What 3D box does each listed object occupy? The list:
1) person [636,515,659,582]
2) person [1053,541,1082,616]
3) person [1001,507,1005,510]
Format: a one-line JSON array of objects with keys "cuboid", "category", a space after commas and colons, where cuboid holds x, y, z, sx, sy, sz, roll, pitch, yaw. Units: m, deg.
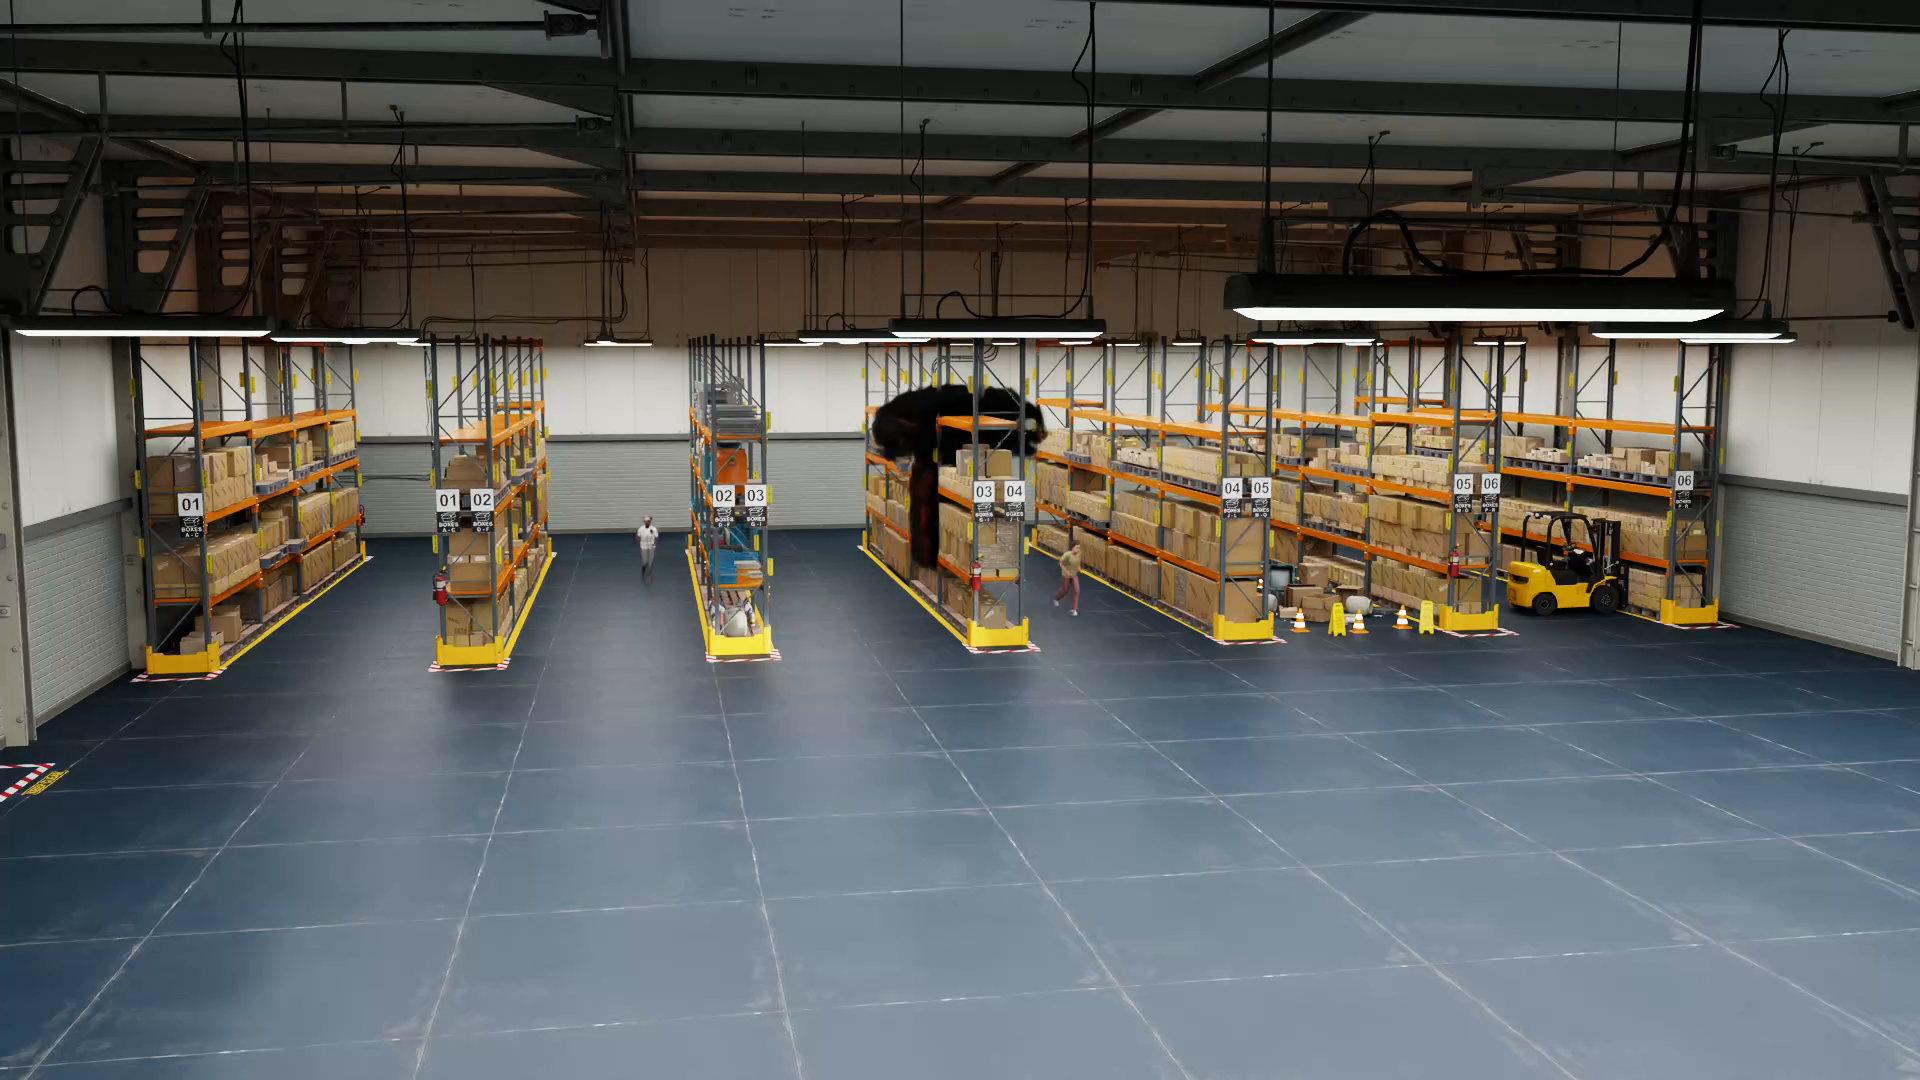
[{"cuboid": [-7.650, 0.222, 40.800, 0.561, 1.667, 0.573, -2, 7, -13], "category": "person"}, {"cuboid": [2.335, 0.803, 36.212, 0.605, 1.624, 0.992, -4, 8, -33], "category": "person"}, {"cuboid": [1.183, -0.292, 45.658, 0.505, 1.553, 0.690, -3, 7, -22], "category": "person"}]
